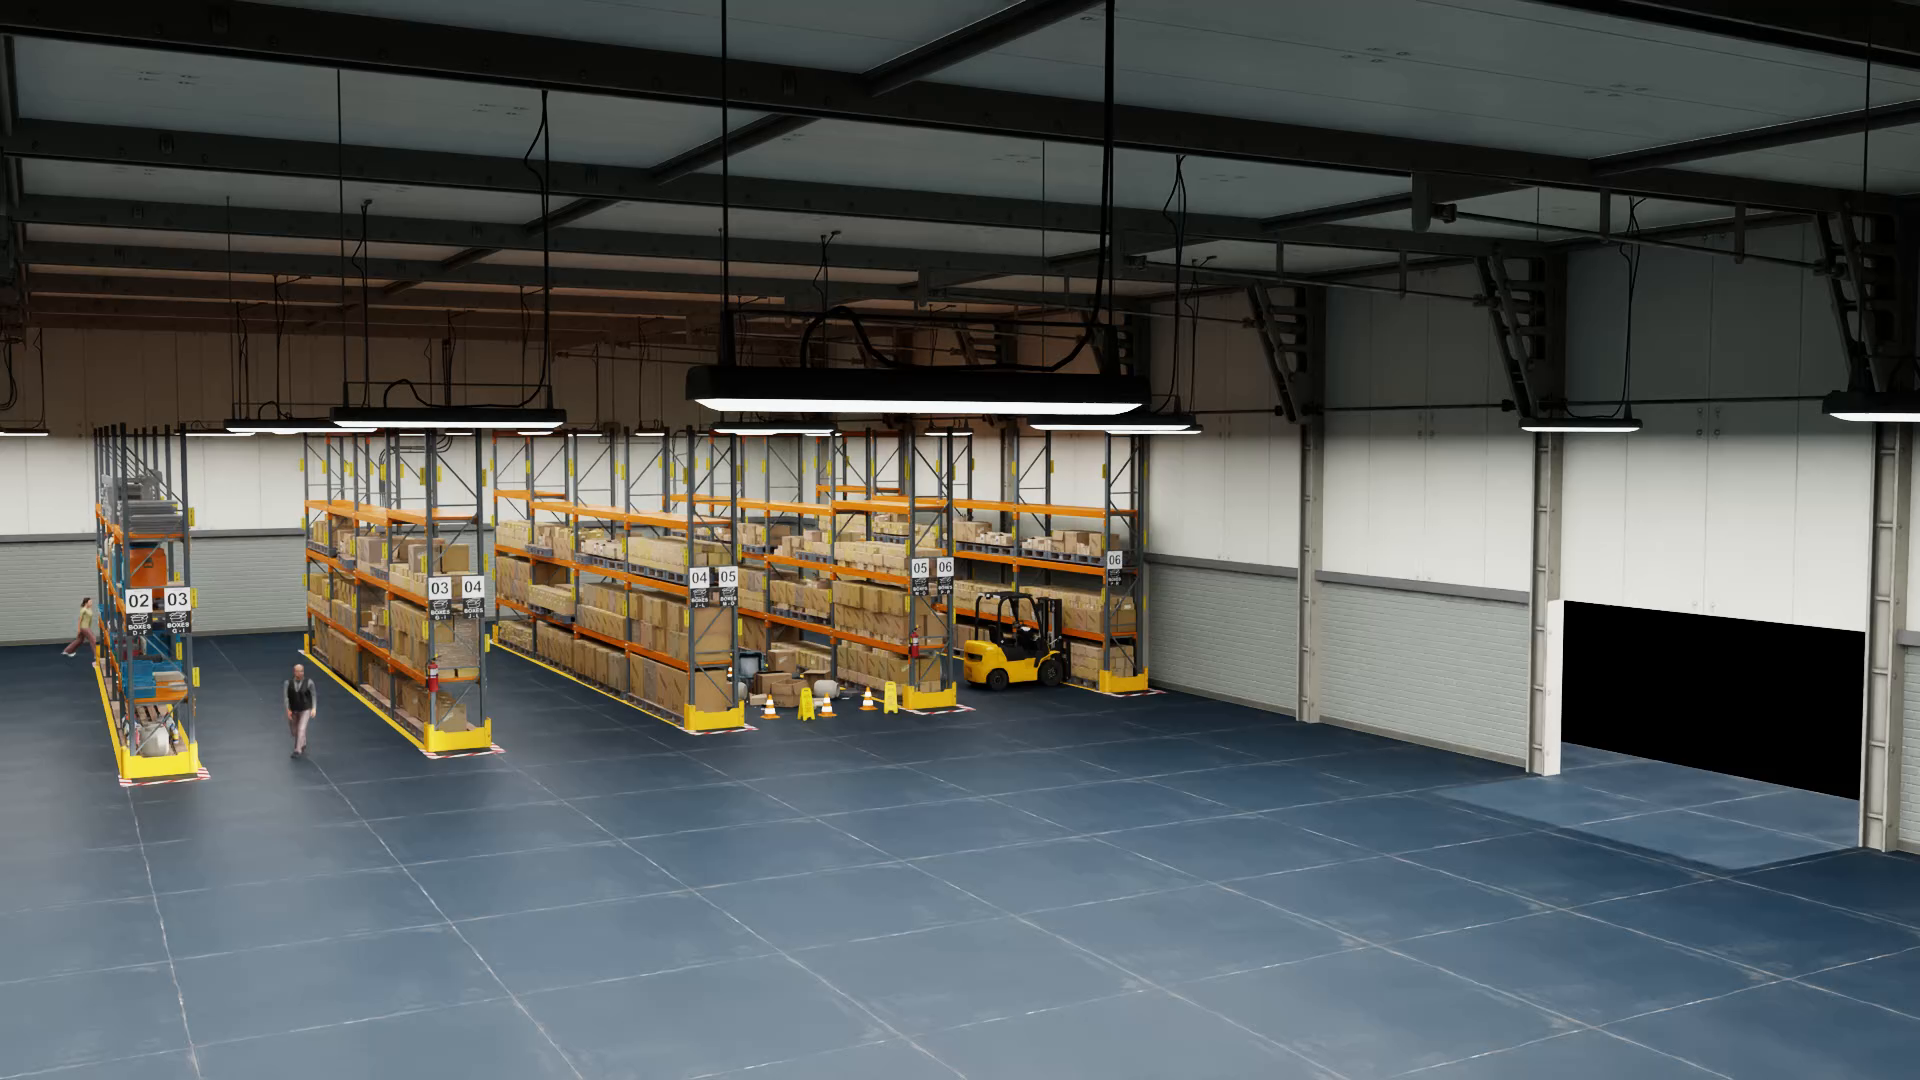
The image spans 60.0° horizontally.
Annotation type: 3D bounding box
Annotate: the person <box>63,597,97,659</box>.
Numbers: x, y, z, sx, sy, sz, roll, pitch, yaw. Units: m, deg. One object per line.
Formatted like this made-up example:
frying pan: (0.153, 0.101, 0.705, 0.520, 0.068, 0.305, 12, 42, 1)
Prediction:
person: (-22.826, 2.294, 43.339, 1.099, 1.609, 0.444, -1, 4, -12)

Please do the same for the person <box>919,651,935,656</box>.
person: (-0.780, 2.457, 40.015, 0.477, 1.642, 0.717, -2, 4, -34)

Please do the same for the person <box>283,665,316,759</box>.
person: (-11.936, 3.074, 30.013, 0.523, 1.652, 1.065, 0, 3, -5)
